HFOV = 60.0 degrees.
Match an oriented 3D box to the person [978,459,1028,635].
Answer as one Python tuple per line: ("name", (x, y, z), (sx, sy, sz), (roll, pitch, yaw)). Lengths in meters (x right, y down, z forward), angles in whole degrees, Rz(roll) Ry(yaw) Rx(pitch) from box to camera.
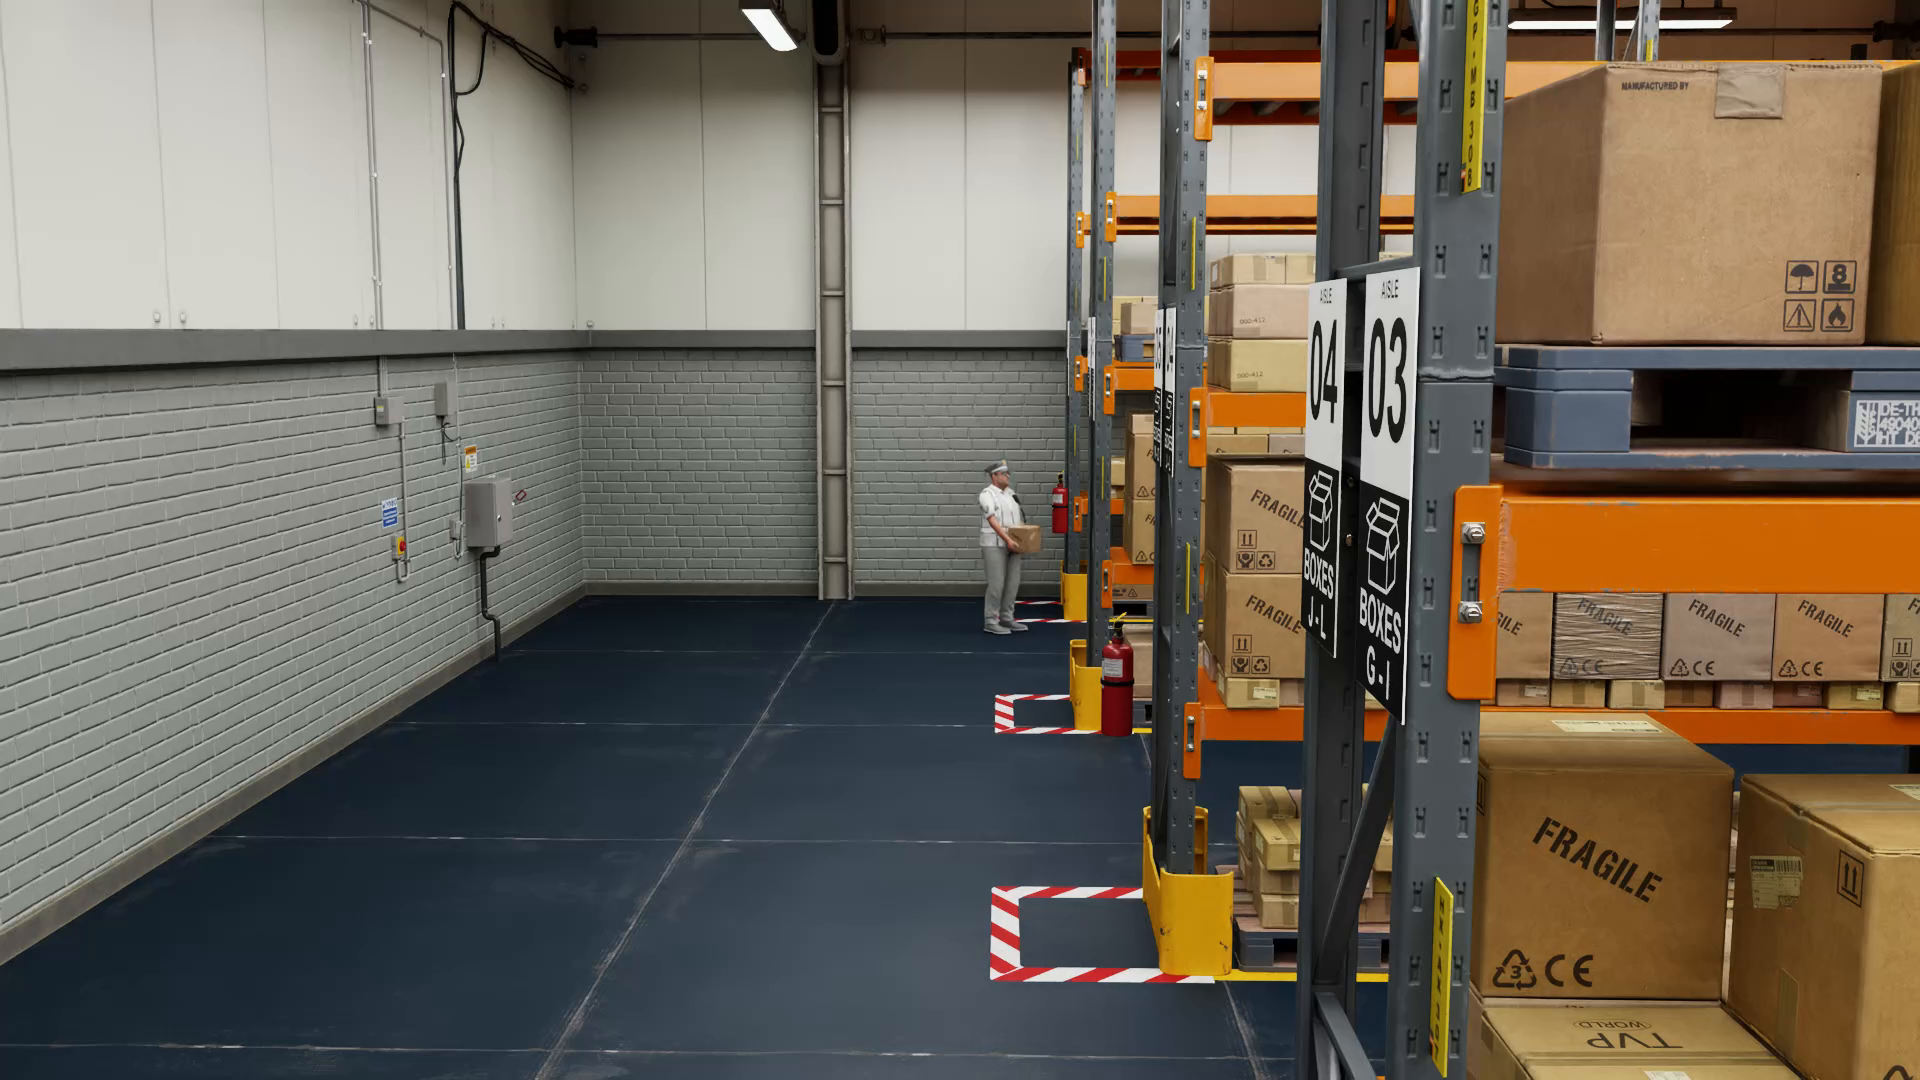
("person", (0.497, 0.064, 17.101), (0.548, 1.780, 0.503), (6, 10, 42))
